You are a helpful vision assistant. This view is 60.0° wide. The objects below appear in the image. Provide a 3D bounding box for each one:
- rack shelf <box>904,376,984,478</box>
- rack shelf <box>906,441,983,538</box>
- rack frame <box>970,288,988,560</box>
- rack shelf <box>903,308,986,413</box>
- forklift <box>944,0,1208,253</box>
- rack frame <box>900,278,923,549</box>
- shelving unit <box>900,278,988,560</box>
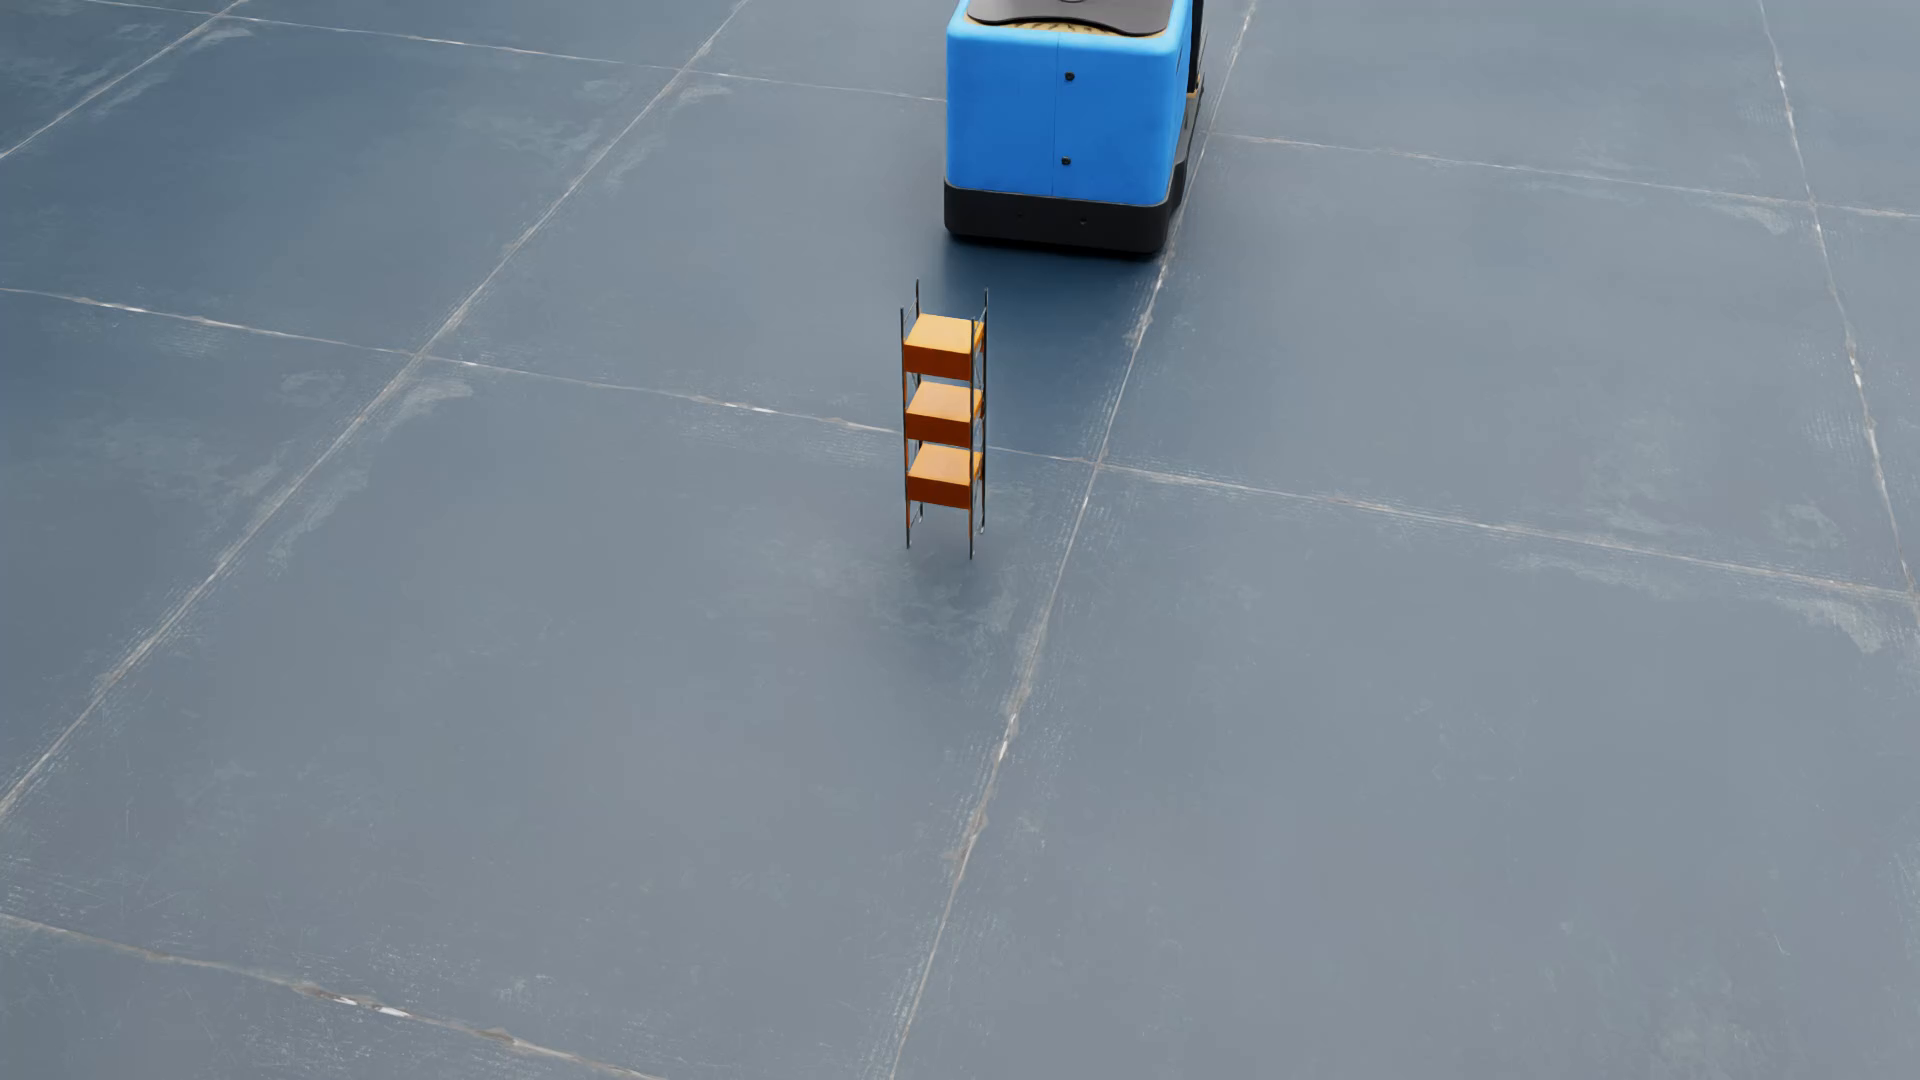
[{"bbox_3d":[-0.052,-0.403,5.930,0.240,0.259,0.215,10,41,11],"label":"rack shelf"},{"bbox_3d":[-0.052,-0.190,6.109,0.240,0.259,0.215,10,41,11],"label":"rack shelf"},{"bbox_3d":[0.066,-0.391,5.899,0.008,1.050,0.200,10,41,11],"label":"rack frame"},{"bbox_3d":[-0.052,-0.620,5.747,0.240,0.259,0.215,10,41,11],"label":"rack shelf"},{"bbox_3d":[0.722,-3.411,8.032,1.130,2.935,3.031,7,41,9],"label":"forklift"},{"bbox_3d":[-0.170,-0.431,5.947,0.008,1.050,0.200,10,41,11],"label":"rack frame"},{"bbox_3d":[-0.052,-0.411,5.923,0.252,1.050,0.215,10,41,11],"label":"shelving unit"}]
